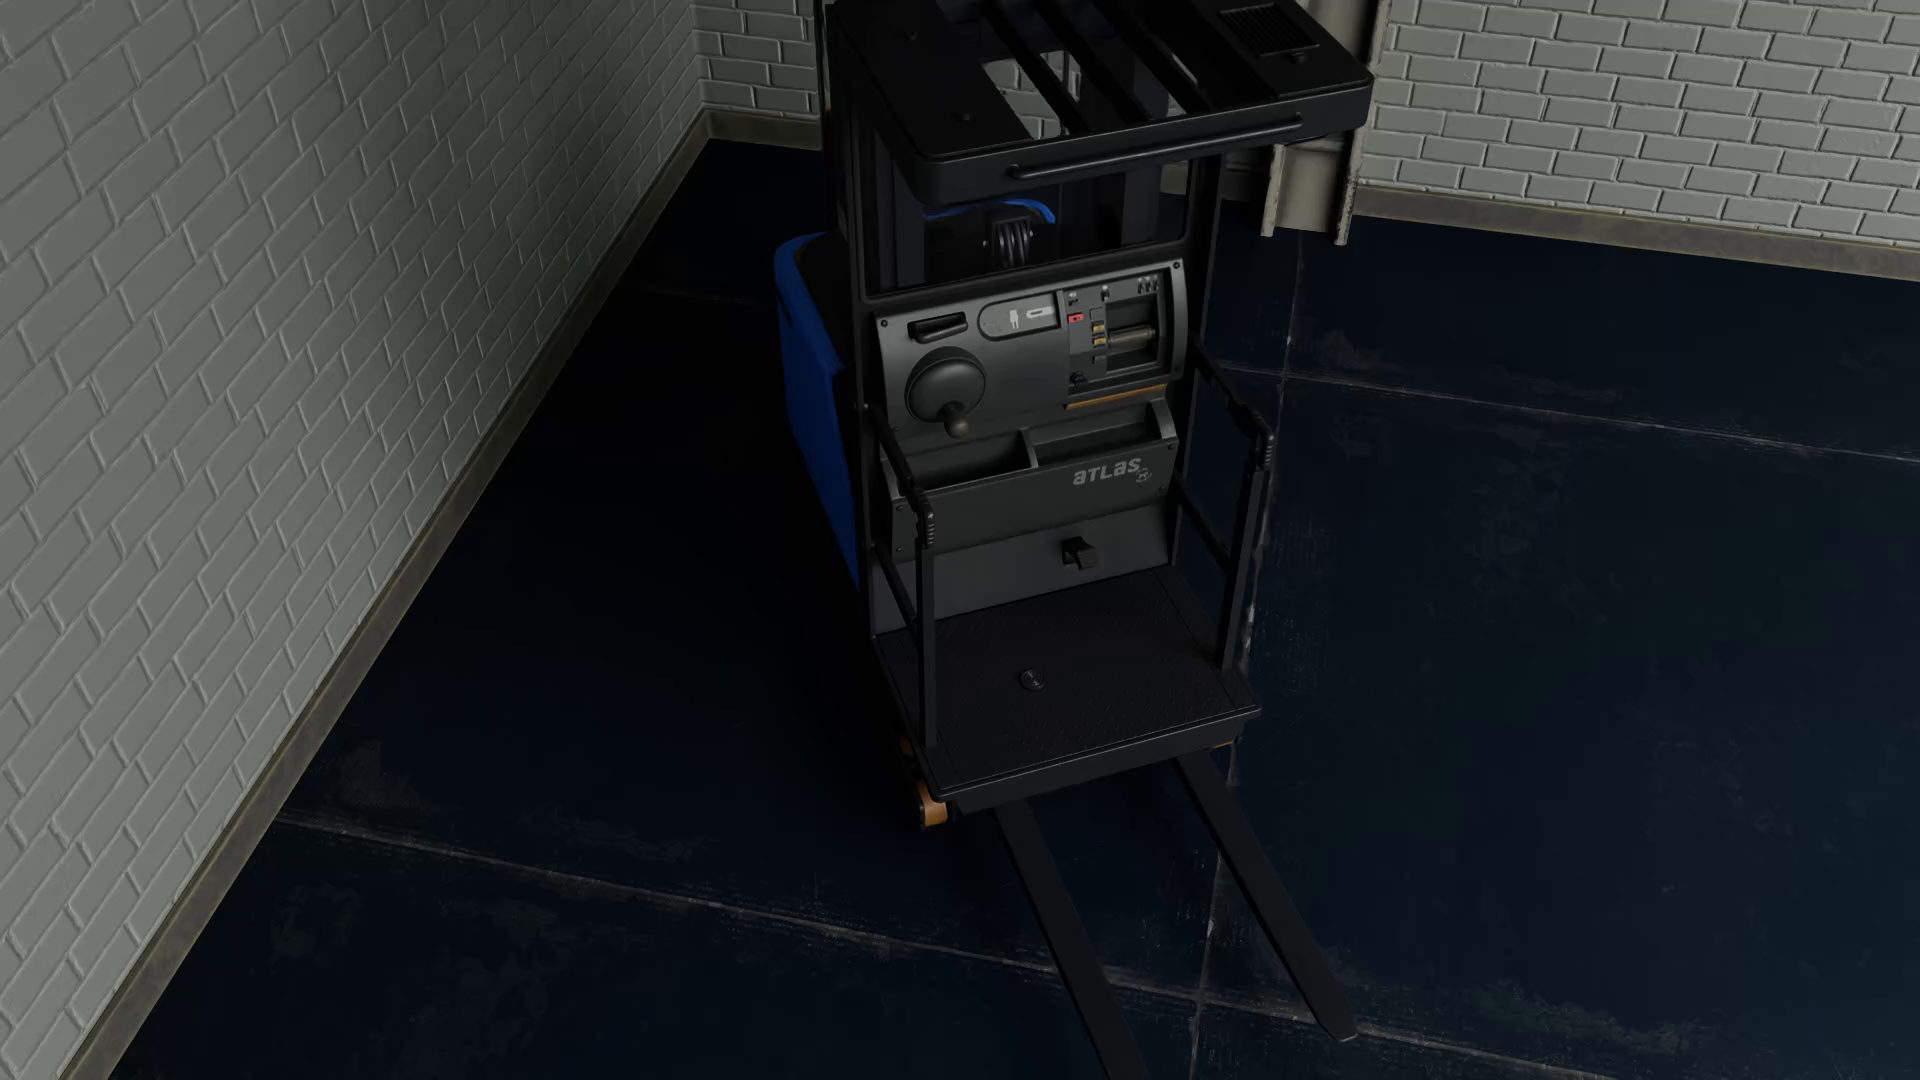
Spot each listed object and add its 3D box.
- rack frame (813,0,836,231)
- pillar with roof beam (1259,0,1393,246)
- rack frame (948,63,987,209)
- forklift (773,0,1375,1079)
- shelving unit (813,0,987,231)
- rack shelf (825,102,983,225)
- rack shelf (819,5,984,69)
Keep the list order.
[{"bbox_3d":[-0.441,-1.286,6.072,0.015,2.100,0.400,-13,45,-13],"label":"rack frame"},{"bbox_3d":[0.677,-1.818,1.650,0.400,9.000,9.100,9,45,9],"label":"pillar with roof beam"},{"bbox_3d":[0.022,-1.394,6.184,0.015,2.100,0.400,-13,45,-13],"label":"rack frame"},{"bbox_3d":[0.286,-0.466,4.621,1.130,2.935,3.031,-13,45,-13],"label":"forklift"},{"bbox_3d":[-0.209,-1.340,6.128,0.503,2.100,0.431,-13,45,-13],"label":"shelving unit"},{"bbox_3d":[-0.209,-1.330,6.137,0.480,0.518,0.431,-13,45,-13],"label":"rack shelf"},{"bbox_3d":[-0.209,-1.834,5.652,0.480,0.518,0.431,-13,45,-13],"label":"rack shelf"}]
